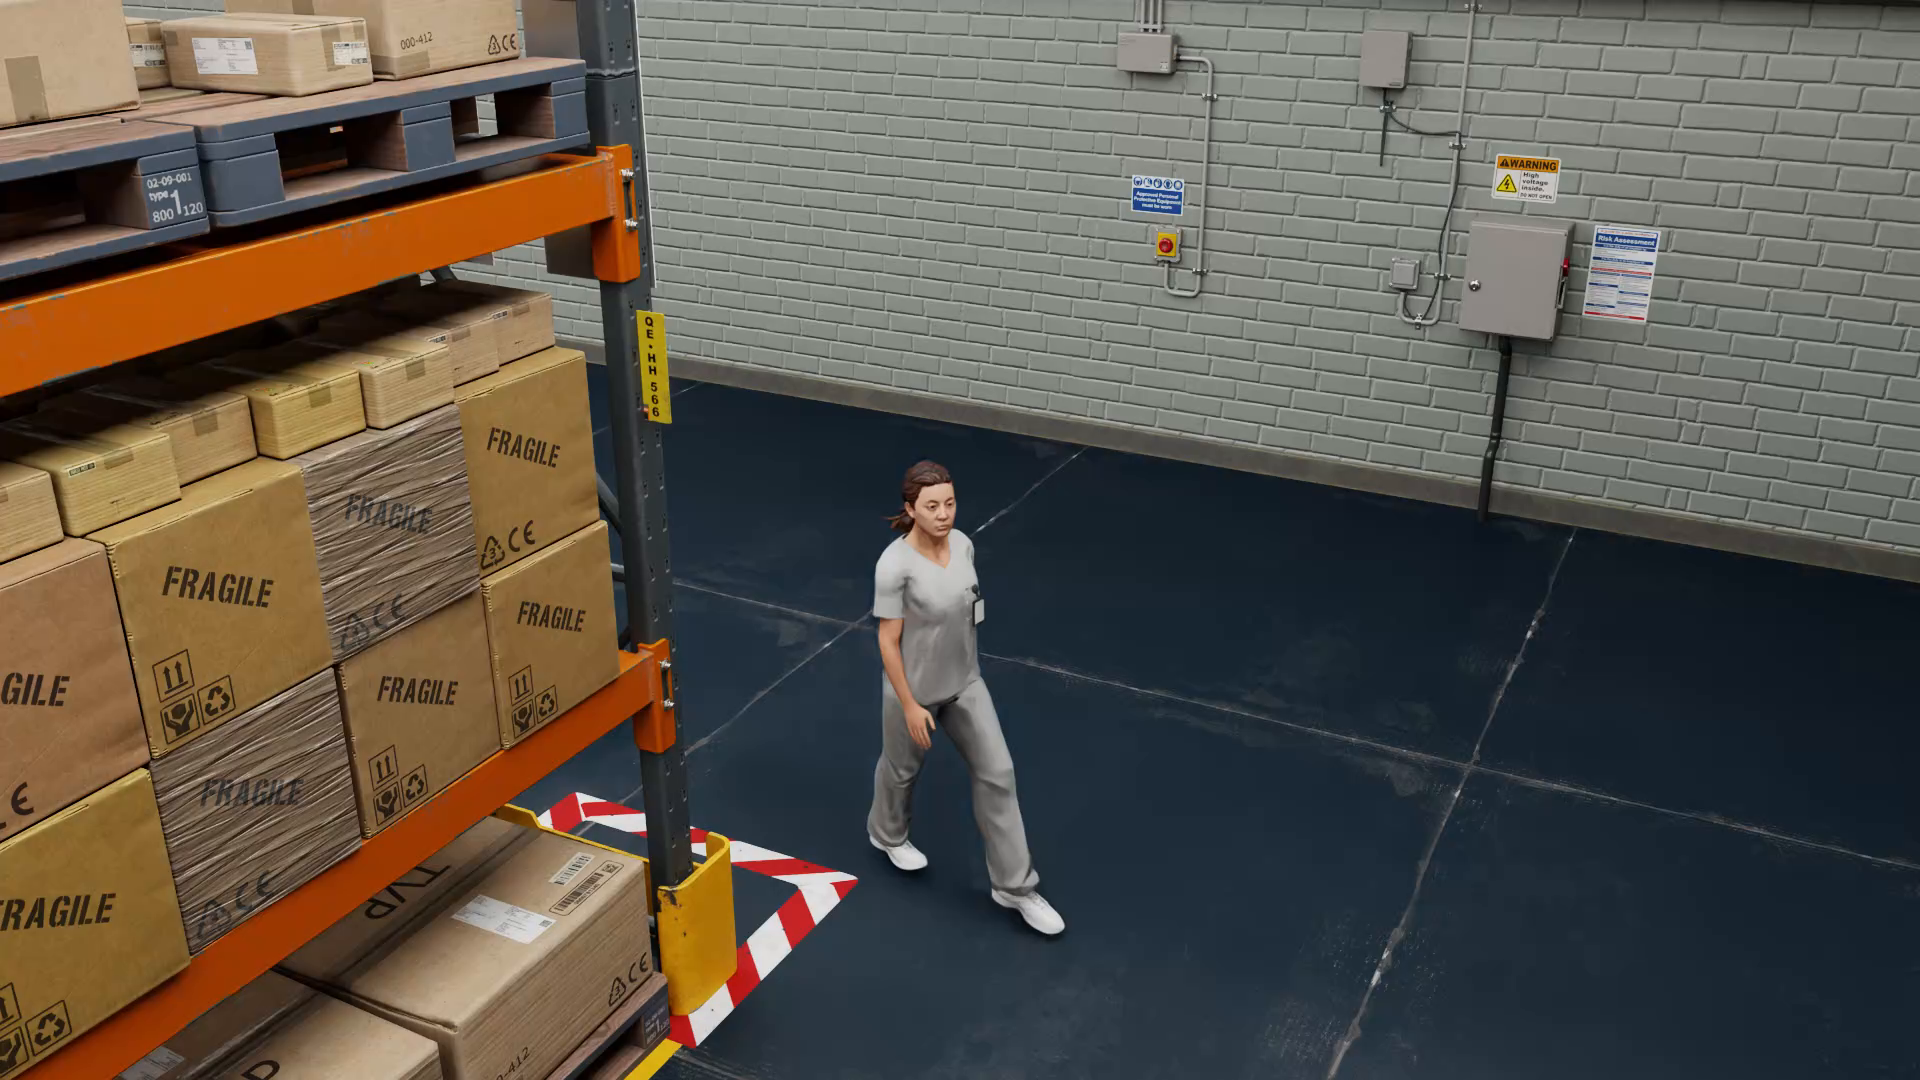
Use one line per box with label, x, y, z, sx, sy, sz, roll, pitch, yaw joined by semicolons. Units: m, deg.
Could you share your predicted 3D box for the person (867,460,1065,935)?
person;-0.045;0.540;5.787;0.482;1.647;0.890;-16;28;-34
